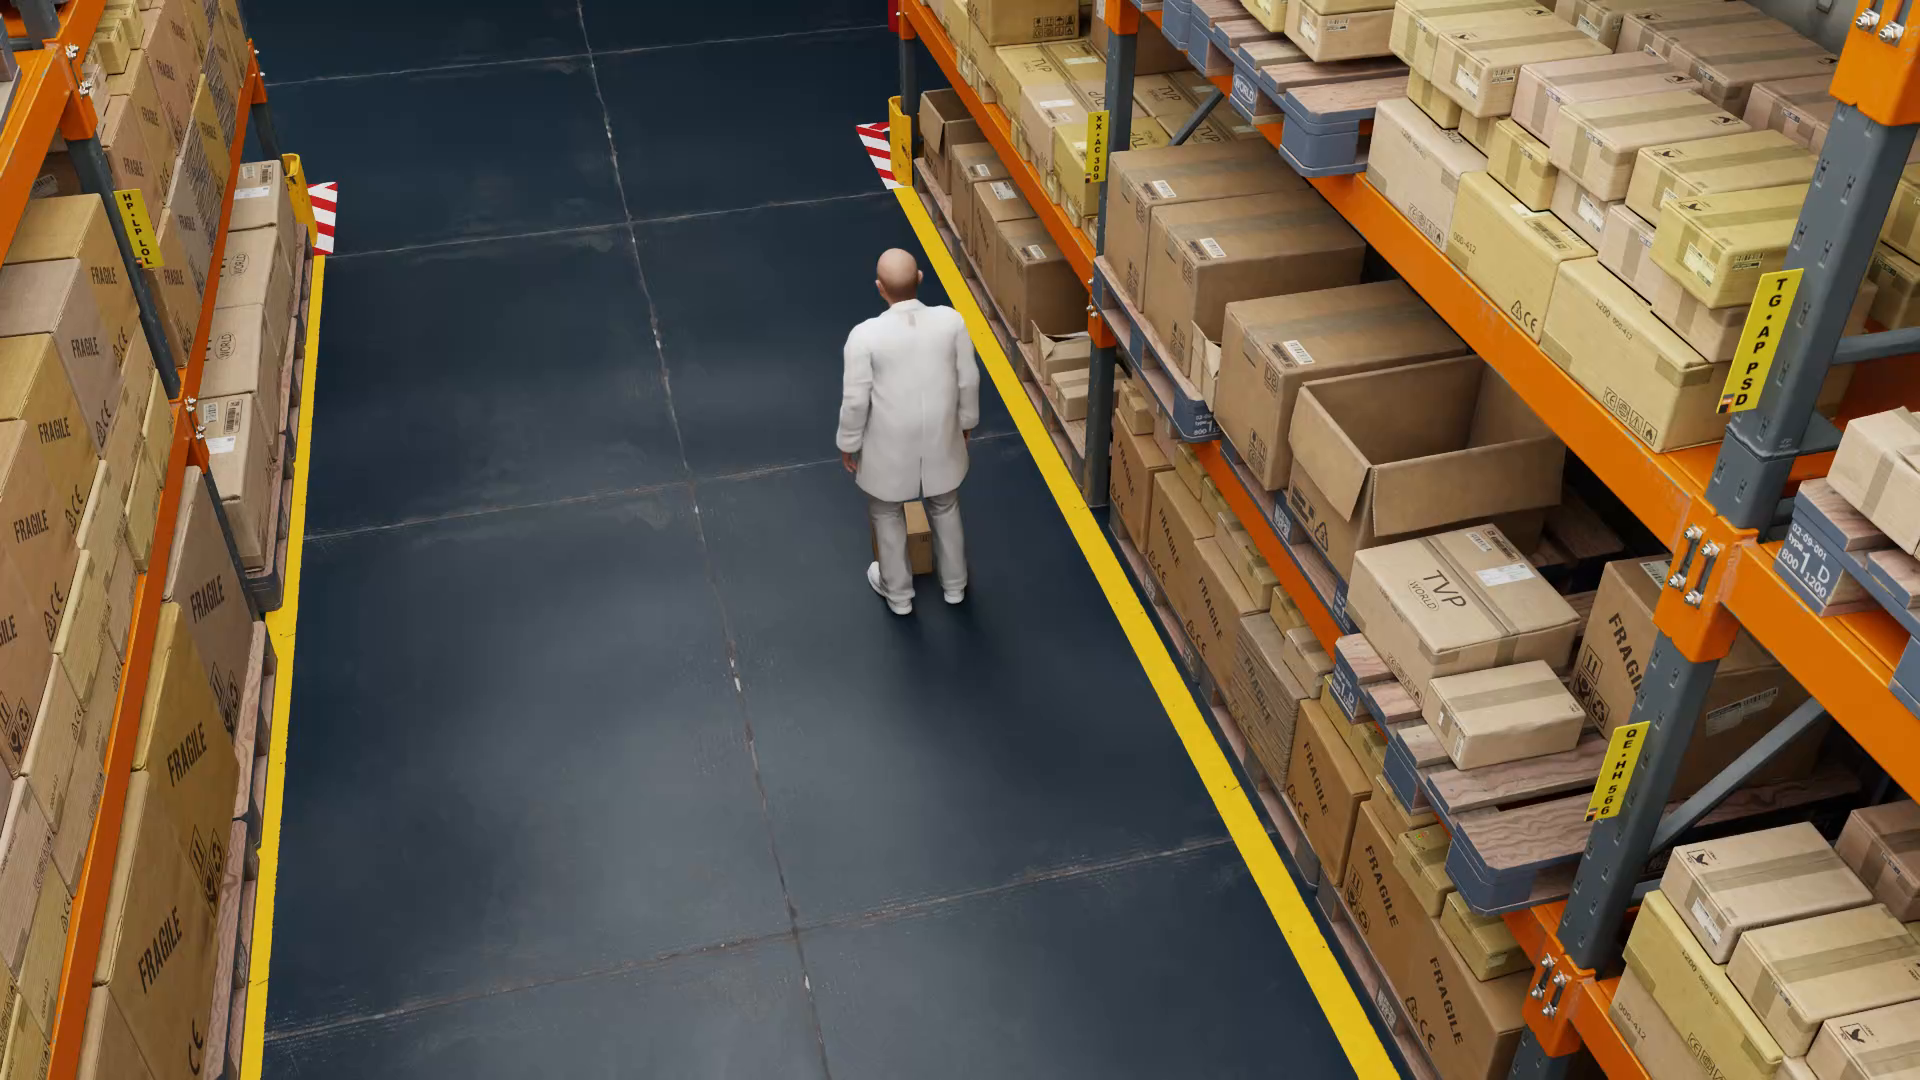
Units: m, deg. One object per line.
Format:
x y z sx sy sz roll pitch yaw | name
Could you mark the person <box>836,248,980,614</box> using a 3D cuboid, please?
-0.227 -0.461 7.324 0.654 1.774 0.408 -11 39 -14 | person
